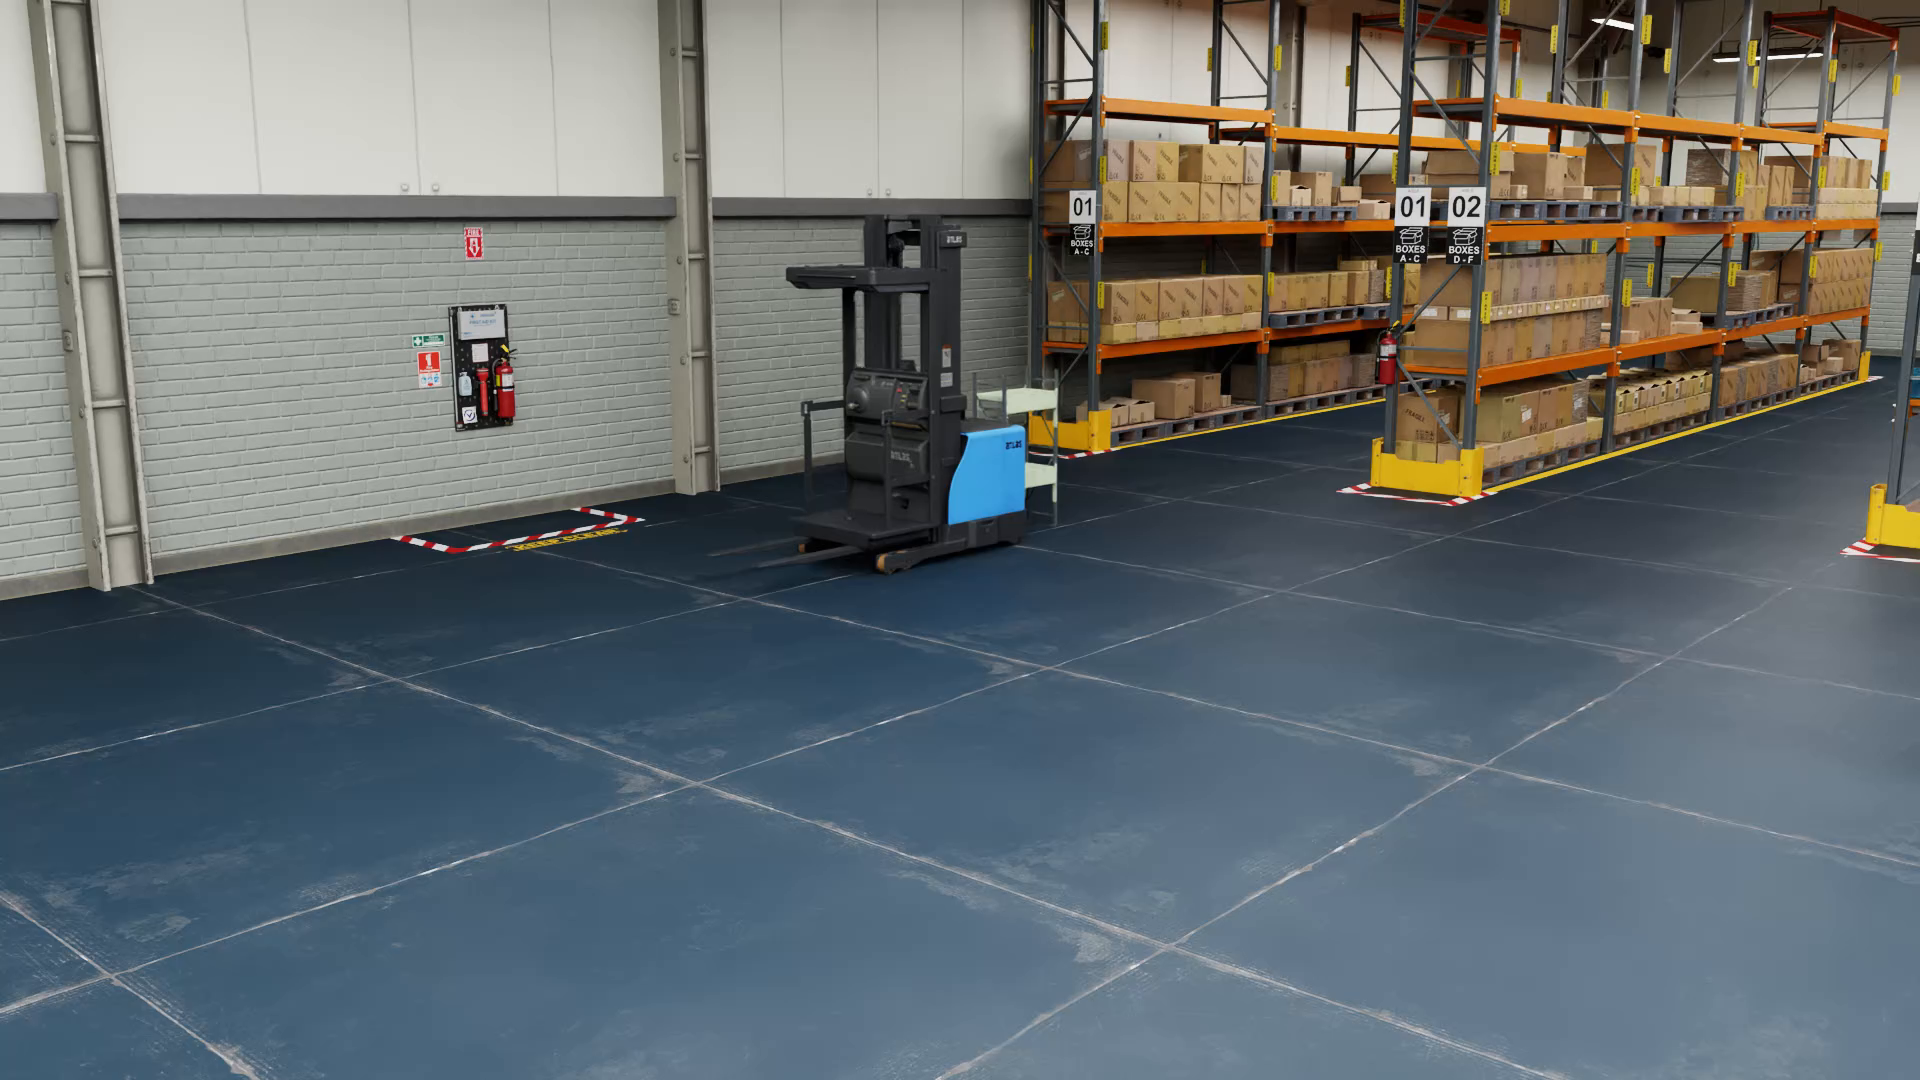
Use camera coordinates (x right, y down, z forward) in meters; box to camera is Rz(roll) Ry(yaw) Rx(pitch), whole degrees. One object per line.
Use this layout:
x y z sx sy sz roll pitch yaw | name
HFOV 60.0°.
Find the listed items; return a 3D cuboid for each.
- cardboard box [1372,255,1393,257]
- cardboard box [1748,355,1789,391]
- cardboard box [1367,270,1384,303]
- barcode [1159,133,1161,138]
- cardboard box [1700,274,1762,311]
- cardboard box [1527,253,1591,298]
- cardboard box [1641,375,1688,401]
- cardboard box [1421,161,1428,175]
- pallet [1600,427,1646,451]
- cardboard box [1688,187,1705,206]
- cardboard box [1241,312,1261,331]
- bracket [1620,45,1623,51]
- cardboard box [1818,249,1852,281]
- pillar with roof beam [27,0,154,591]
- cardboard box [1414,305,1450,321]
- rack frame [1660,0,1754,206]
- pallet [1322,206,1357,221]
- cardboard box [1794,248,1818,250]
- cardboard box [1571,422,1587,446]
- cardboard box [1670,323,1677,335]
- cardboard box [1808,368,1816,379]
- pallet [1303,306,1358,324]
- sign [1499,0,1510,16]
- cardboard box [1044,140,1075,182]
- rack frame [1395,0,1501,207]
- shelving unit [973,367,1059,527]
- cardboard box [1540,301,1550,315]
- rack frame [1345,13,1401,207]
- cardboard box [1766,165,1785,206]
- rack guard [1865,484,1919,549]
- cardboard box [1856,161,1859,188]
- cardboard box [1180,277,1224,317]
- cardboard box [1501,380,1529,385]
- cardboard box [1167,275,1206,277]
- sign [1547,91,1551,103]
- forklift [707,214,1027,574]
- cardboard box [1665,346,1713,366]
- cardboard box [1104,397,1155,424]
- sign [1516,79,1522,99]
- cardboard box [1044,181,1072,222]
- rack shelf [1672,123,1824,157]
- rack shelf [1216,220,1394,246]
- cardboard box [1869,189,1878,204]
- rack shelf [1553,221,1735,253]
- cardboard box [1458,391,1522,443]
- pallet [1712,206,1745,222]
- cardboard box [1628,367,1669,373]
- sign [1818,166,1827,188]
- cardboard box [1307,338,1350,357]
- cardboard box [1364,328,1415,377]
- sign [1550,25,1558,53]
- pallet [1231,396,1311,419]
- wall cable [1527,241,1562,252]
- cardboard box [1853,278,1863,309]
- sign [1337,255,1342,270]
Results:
7.054 -4.588 27.584 0.500 0.250 0.500 9 14 39 | cardboard box
12.526 -2.597 25.854 0.500 0.500 0.500 10 15 41 | cardboard box
6.302 -4.034 26.412 0.700 0.500 0.500 8 14 34 | cardboard box
2.724 -5.505 22.645 0.001 0.075 0.075 10 15 40 | barcode
11.407 -3.672 24.649 0.500 0.500 0.700 -9 14 -37 | cardboard box
7.067 -3.156 19.826 0.700 0.500 0.500 10 15 40 | cardboard box
9.494 -2.073 22.484 0.500 0.311 0.500 10 15 40 | cardboard box
8.213 -6.336 28.364 0.500 0.250 0.500 9 15 39 | cardboard box
8.145 -1.358 21.508 1.003 0.211 1.213 10 15 40 | pallet
9.739 -4.650 22.525 0.500 0.250 0.500 10 15 42 | cardboard box
3.880 -3.079 23.338 0.500 0.250 0.500 10 15 40 | cardboard box
13.559 -10.248 34.395 0.235 0.232 0.430 10 15 40 | bracket
14.512 -4.589 27.757 0.500 0.500 0.500 10 15 42 | cardboard box
-3.551 -3.498 9.786 9.100 9.000 0.400 10 15 40 | pillar with roof beam
5.157 -2.471 18.052 0.380 0.149 0.250 9 15 39 | cardboard box
10.329 -6.142 23.026 1.000 3.000 0.127 10 15 40 | rack frame
5.135 -4.860 24.747 1.213 0.211 1.003 10 15 40 | pallet
14.445 -4.734 28.487 0.500 0.500 0.500 10 15 41 | cardboard box
7.209 -1.300 20.050 0.500 0.250 0.500 10 15 40 | cardboard box
9.529 -2.882 22.662 0.250 0.149 0.380 -11 16 -43 | cardboard box
13.972 -2.777 27.607 0.380 0.166 0.250 10 15 40 | cardboard box
5.329 -3.449 25.351 1.003 0.211 1.213 10 15 40 | pallet
5.461 -5.428 16.662 0.100 0.325 0.005 10 15 40 | sign
1.413 -4.780 21.008 0.500 0.500 0.500 11 15 43 | cardboard box
5.048 -4.965 17.133 1.000 3.000 0.127 10 15 40 | rack frame
0.522 -0.840 15.628 0.431 1.500 0.755 11 15 42 | shelving unit
6.484 -2.646 18.929 0.380 0.149 0.250 10 15 41 | cardboard box
6.605 -6.782 26.230 1.000 3.000 0.127 10 15 40 | rack frame
12.157 -5.398 25.375 0.600 0.600 0.600 10 15 40 | cardboard box
8.781 -0.174 14.843 1.175 0.500 0.348 10 15 40 | rack guard
14.889 -6.247 28.402 0.700 0.500 0.500 10 15 40 | cardboard box
3.219 -3.299 22.526 0.500 0.500 0.500 9 15 39 | cardboard box
6.487 -1.662 19.946 0.500 0.500 0.500 10 15 40 | cardboard box
3.153 -3.438 23.221 0.500 0.500 0.500 10 15 40 | cardboard box
11.473 -8.567 32.380 0.100 0.325 0.005 10 15 40 | sign
-0.775 -1.269 14.122 1.130 2.935 3.031 11 15 42 | forklift
10.804 -2.735 24.627 0.500 0.250 0.500 11 15 42 | cardboard box
2.225 -1.734 22.016 0.500 0.311 0.500 -11 15 -43 | cardboard box
9.661 -7.799 28.735 0.100 0.325 0.005 10 15 40 | sign
1.410 -4.287 21.090 0.500 0.500 0.500 -11 16 -43 | cardboard box
11.649 -5.887 24.609 1.077 0.370 4.000 10 15 40 | rack shelf
5.285 -4.664 25.121 1.077 0.370 4.000 10 15 40 | rack shelf
15.462 -5.911 28.635 0.500 0.250 0.500 10 15 40 | cardboard box
9.008 -4.024 21.917 1.077 0.370 4.000 10 15 40 | rack shelf
5.898 -1.372 18.496 0.500 0.500 0.500 10 15 40 | cardboard box
9.948 -4.467 22.780 1.213 0.211 1.003 11 16 43 | pallet
9.762 -2.294 23.591 0.500 0.311 0.500 10 15 42 | cardboard box
13.388 -5.635 25.820 0.100 0.325 0.005 10 15 40 | sign
5.746 -3.009 26.002 0.500 0.250 0.500 10 15 41 | cardboard box
7.189 -3.083 27.444 0.750 0.750 0.750 10 15 40 | cardboard box
7.273 -6.119 20.323 0.100 0.325 0.005 10 15 40 | sign
4.478 -1.999 24.718 1.003 0.211 1.213 10 15 40 | pallet
12.021 -5.826 34.166 0.084 1.984 1.851 10 15 40 | wall cable
15.179 -4.248 28.606 0.500 0.500 0.500 10 15 41 | cardboard box
6.186 -4.479 27.061 0.100 0.325 0.005 10 15 40 | sign
